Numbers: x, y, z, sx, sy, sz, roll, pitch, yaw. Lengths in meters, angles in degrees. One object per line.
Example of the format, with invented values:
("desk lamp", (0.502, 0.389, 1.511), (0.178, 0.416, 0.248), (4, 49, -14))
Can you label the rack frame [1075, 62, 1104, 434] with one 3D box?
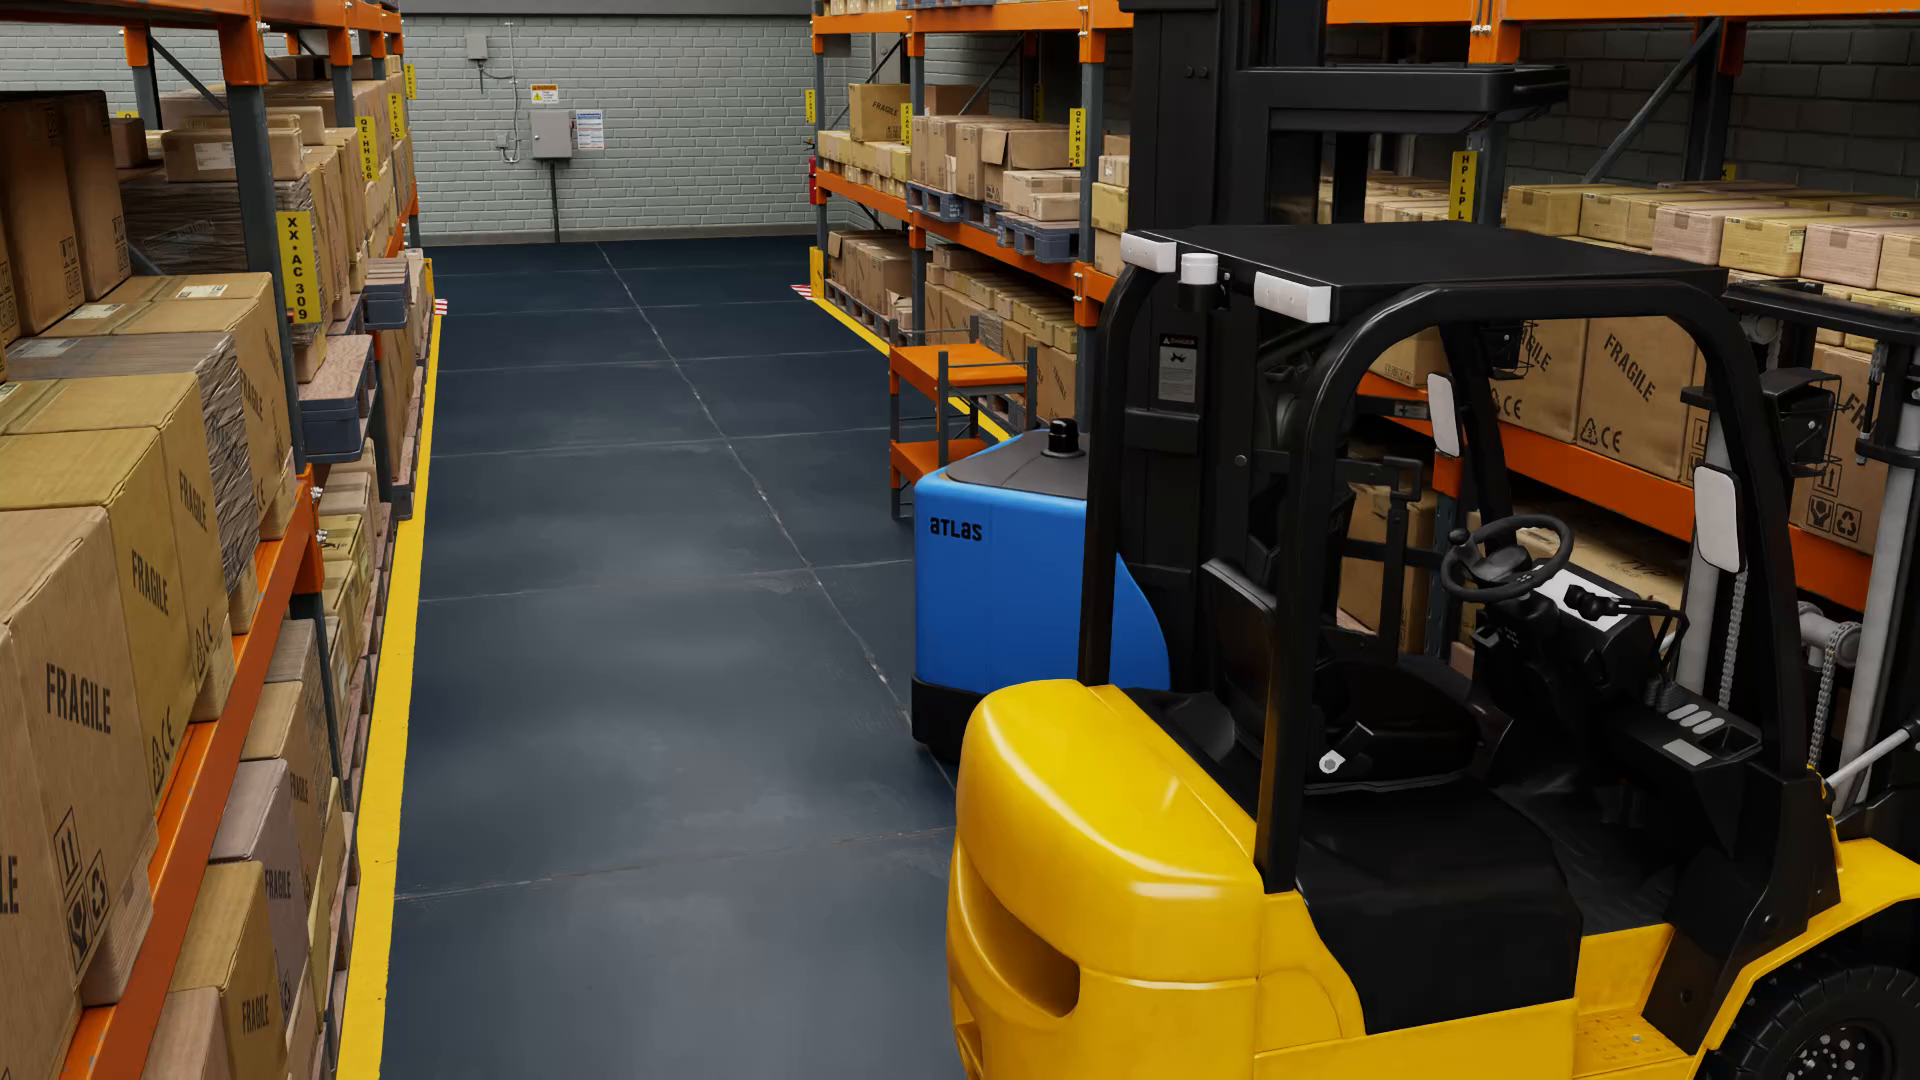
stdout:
("rack frame", (1.198, -1.844, 9.875), (1.000, 3.000, 0.127), (-5, 17, -15))

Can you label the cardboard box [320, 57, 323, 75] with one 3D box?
("cardboard box", (-5.436, -3.879, 13.613), (0.380, 0.149, 0.250), (-5, 17, -15))

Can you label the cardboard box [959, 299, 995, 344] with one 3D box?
("cardboard box", (0.304, -1.517, 12.405), (0.500, 0.500, 0.500), (-5, 17, -17))

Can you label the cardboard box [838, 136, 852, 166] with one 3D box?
("cardboard box", (-0.854, -3.701, 15.802), (0.500, 0.250, 0.500), (-5, 17, -16))

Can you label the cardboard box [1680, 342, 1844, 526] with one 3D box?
("cardboard box", (2.467, -0.359, 4.759), (0.500, 0.500, 0.500), (-5, 17, -16))

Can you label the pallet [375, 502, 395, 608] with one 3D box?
("pallet", (-3.360, 0.102, 8.247), (1.003, 0.211, 1.213), (-5, 17, -15))

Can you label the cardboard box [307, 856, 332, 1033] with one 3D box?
("cardboard box", (-1.898, 1.061, 4.256), (0.500, 0.250, 0.500), (-5, 17, -17))

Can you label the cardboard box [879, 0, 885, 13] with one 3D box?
("cardboard box", (-0.477, -4.554, 14.120), (0.380, 0.149, 0.250), (-5, 17, -15))

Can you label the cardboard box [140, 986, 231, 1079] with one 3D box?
("cardboard box", (-1.486, 1.124, 2.744), (0.500, 0.500, 0.500), (-5, 18, -17))

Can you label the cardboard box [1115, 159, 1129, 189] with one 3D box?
("cardboard box", (1.077, -2.017, 9.151), (0.380, 0.149, 0.250), (-4, 17, -14))

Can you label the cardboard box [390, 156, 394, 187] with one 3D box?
("cardboard box", (-4.318, -2.621, 11.857), (0.500, 0.250, 0.500), (-5, 17, -15))

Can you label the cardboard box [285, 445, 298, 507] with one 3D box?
("cardboard box", (-2.093, -0.159, 4.702), (0.380, 0.149, 0.250), (-5, 17, -16))

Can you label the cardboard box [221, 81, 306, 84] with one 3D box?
("cardboard box", (-4.828, -2.939, 11.610), (0.500, 0.500, 0.500), (-4, 17, -15))

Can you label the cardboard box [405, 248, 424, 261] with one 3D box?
("cardboard box", (-5.495, -2.462, 15.659), (0.875, 0.438, 0.875), (-5, 18, -17))

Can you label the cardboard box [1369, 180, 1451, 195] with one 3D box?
("cardboard box", (2.107, -1.567, 7.652), (0.380, 0.149, 0.250), (-5, 17, -16))

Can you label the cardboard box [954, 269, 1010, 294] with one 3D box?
("cardboard box", (0.173, -2.004, 12.896), (0.380, 0.149, 0.250), (-6, 18, -18))

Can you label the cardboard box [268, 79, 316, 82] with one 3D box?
("cardboard box", (-5.068, -3.192, 12.452), (0.500, 0.500, 0.500), (-5, 17, -16))

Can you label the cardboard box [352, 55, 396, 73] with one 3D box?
("cardboard box", (-5.207, -4.211, 14.717), (0.380, 0.149, 0.250), (-4, 17, -14))

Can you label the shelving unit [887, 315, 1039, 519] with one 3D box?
("shelving unit", (-0.002, -0.541, 8.796), (0.538, 1.125, 1.048), (-5, 17, -15))

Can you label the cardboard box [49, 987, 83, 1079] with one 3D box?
("cardboard box", (-1.347, 0.624, 2.096), (0.380, 0.149, 0.250), (-5, 18, -17))

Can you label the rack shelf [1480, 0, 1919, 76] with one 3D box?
("rack shelf", (2.847, -1.276, 4.022), (1.077, 0.370, 4.000), (-5, 17, -15))

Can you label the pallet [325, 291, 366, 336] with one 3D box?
("pallet", (-2.990, -0.814, 6.781), (1.003, 0.211, 1.213), (-5, 17, -15))

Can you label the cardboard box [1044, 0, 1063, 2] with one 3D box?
("cardboard box", (0.823, -3.331, 9.874), (0.500, 0.250, 0.500), (-5, 18, -17))

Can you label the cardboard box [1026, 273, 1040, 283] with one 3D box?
("cardboard box", (0.725, -1.978, 12.810), (0.380, 0.149, 0.250), (-6, 18, -18))

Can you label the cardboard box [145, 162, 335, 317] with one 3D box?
("cardboard box", (-2.466, -1.026, 5.733), (0.500, 0.500, 0.500), (-5, 17, -15))

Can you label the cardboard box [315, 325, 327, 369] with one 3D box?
("cardboard box", (-2.383, -0.672, 5.682), (0.380, 0.149, 0.250), (-4, 17, -14))

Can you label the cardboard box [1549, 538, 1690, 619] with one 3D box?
("cardboard box", (2.259, 0.201, 5.382), (0.500, 0.250, 0.500), (-5, 17, -15))

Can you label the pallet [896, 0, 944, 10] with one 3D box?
("pallet", (0.210, -4.111, 12.535), (1.213, 0.211, 1.003), (-5, 17, -15))

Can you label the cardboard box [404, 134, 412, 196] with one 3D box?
("cardboard box", (-4.957, -3.175, 14.134), (0.500, 0.500, 0.500), (-4, 17, -14))

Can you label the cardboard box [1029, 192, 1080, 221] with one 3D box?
("cardboard box", (0.648, -2.076, 10.355), (0.380, 0.149, 0.250), (-4, 17, -14))

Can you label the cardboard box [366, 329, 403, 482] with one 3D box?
("cardboard box", (-3.684, -0.831, 9.469), (0.875, 0.875, 0.875), (-5, 17, -16))

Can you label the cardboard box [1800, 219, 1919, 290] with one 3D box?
("cardboard box", (2.530, -0.776, 4.504), (0.380, 0.149, 0.250), (-5, 17, -15))

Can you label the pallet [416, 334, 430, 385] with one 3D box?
("pallet", (-4.807, -1.438, 13.371), (1.003, 0.211, 1.213), (-5, 17, -15))

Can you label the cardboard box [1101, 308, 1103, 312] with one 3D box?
("cardboard box", (1.162, -1.465, 11.103), (0.380, 0.149, 0.250), (-4, 17, -15))

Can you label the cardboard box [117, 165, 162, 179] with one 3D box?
("cardboard box", (-2.960, -0.982, 5.586), (0.500, 0.500, 0.500), (-5, 17, -15))

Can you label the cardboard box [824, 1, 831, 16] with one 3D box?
("cardboard box", (-1.137, -5.266, 16.492), (0.380, 0.149, 0.250), (-4, 17, -14))

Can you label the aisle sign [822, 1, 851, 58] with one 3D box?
("aisle sign", (-1.302, -5.297, 16.854), (0.394, 0.787, 0.004), (-5, 17, -15))

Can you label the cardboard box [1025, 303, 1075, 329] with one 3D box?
("cardboard box", (0.655, -1.501, 11.222), (0.380, 0.149, 0.250), (-4, 17, -14))

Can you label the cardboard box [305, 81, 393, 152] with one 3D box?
("cardboard box", (-4.309, -2.980, 11.745), (0.500, 0.500, 0.500), (-4, 17, -13))

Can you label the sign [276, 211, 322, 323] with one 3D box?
("sign", (-1.955, -0.803, 4.907), (0.100, 0.325, 0.005), (-5, 17, -15))

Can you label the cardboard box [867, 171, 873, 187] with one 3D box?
("cardboard box", (-0.639, -3.326, 15.248), (0.380, 0.149, 0.250), (-5, 17, -15))

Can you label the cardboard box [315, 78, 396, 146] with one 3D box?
("cardboard box", (-4.571, -3.234, 12.593), (0.500, 0.500, 0.500), (-5, 17, -15))

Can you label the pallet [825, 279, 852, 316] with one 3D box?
("pallet", (-0.760, -2.479, 16.839), (1.003, 0.211, 1.213), (-5, 17, -15))

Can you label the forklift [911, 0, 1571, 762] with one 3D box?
("forklift", (1.356, -0.508, 5.550), (3.031, 2.935, 1.130), (9, 19, 28))

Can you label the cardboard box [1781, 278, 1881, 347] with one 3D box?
("cardboard box", (2.456, -0.630, 4.535), (0.380, 0.149, 0.250), (-5, 18, -17))

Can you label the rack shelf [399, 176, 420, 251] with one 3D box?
("rack shelf", (-5.223, -2.765, 14.194), (1.077, 0.370, 4.000), (-5, 17, -15))

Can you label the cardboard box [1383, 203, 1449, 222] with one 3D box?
("cardboard box", (1.901, -1.243, 6.573), (0.380, 0.149, 0.250), (-5, 17, -16))

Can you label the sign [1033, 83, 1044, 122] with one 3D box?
("sign", (0.631, -3.549, 13.542), (0.100, 0.325, 0.005), (-5, 17, -15))

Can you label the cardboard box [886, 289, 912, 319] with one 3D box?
("cardboard box", (-0.435, -2.071, 14.656), (0.396, 0.266, 0.258), (-4, 17, -13))

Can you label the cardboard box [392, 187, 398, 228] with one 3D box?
("cardboard box", (-4.307, -2.381, 11.924), (0.500, 0.250, 0.500), (-5, 17, -17))

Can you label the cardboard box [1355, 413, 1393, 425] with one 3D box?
("cardboard box", (1.728, -0.367, 8.359), (0.875, 0.625, 0.625), (-5, 18, -18))

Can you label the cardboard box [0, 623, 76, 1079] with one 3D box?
("cardboard box", (-1.239, 0.419, 1.651), (0.500, 0.500, 0.500), (-5, 17, -16))

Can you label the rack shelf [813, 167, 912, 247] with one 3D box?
("rack shelf", (-0.451, -3.159, 15.504), (1.077, 0.370, 4.000), (-5, 17, -15))
